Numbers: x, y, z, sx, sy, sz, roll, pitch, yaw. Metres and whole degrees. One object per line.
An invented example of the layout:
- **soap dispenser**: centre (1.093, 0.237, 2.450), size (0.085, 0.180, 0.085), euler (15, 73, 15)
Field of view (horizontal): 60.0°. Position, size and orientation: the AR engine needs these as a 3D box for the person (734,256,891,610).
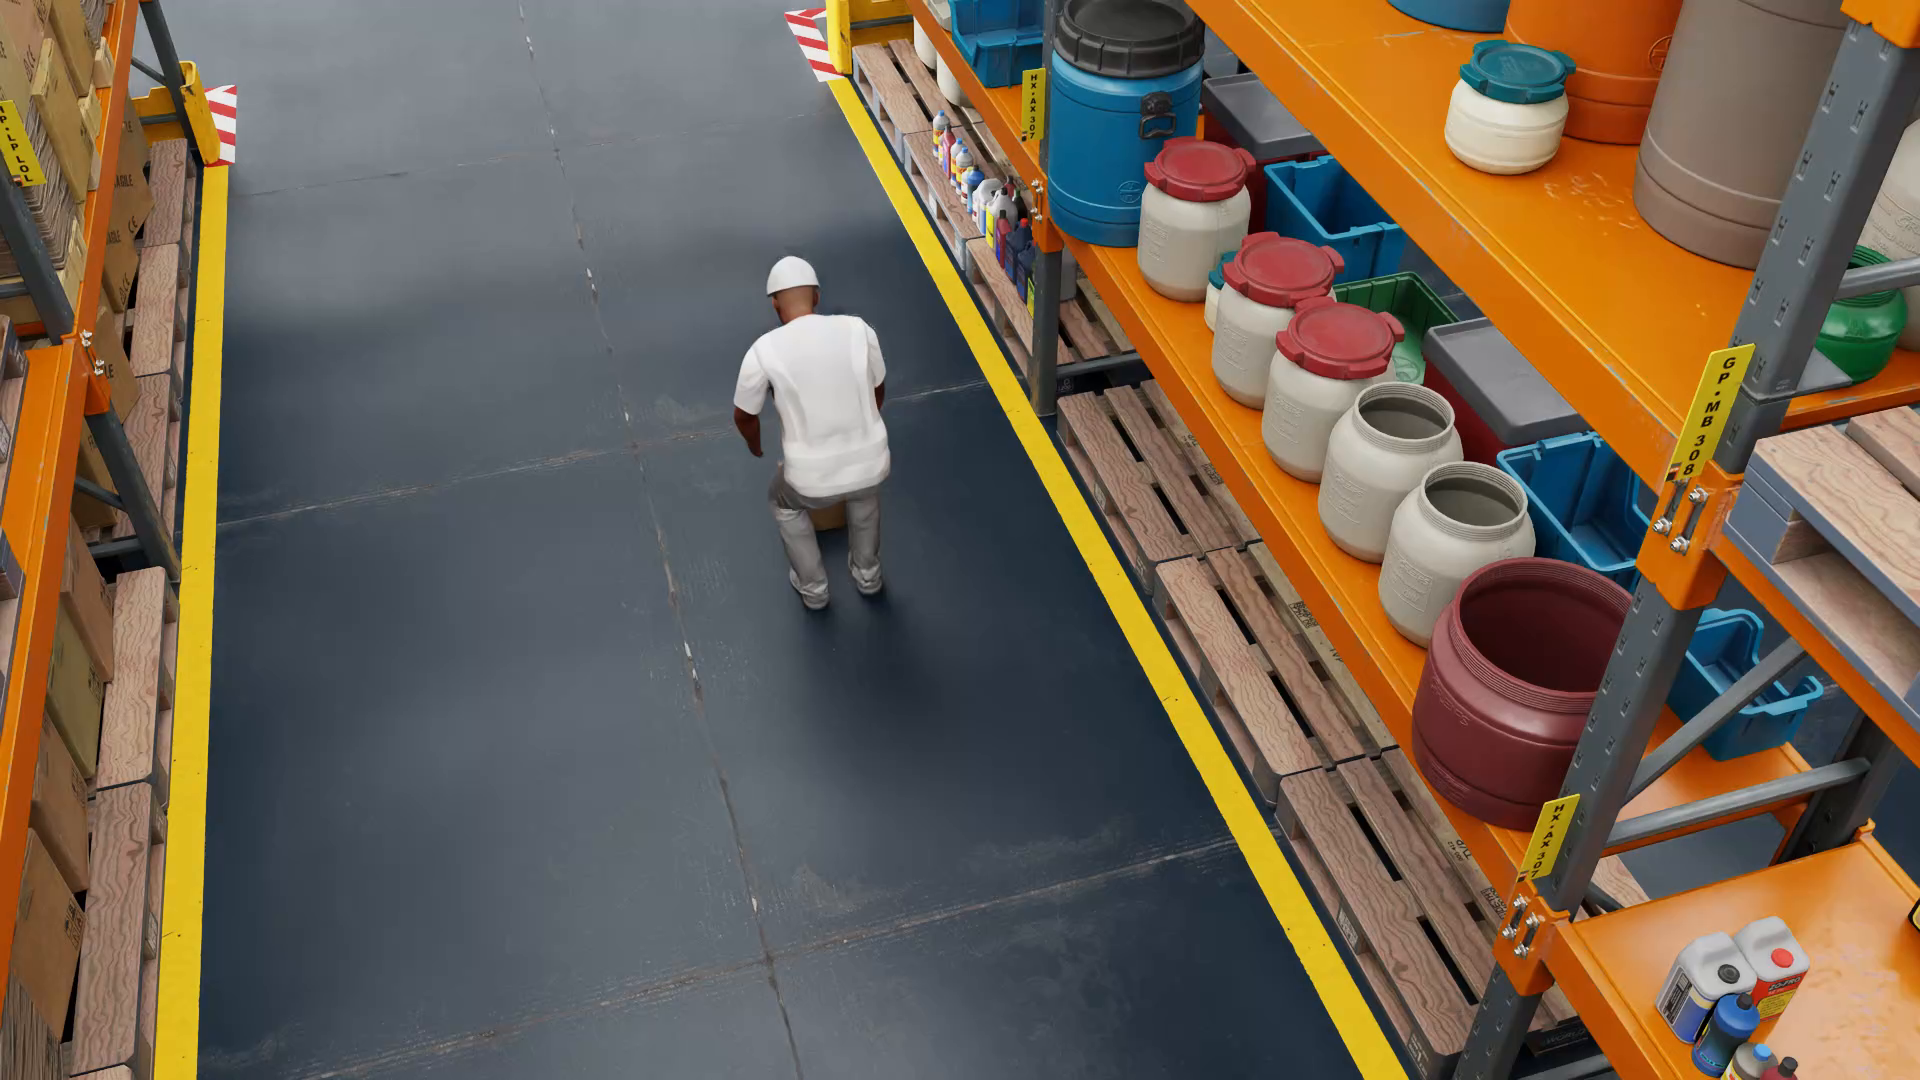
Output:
- **person**: centre (-0.583, -0.389, 6.781), size (0.628, 1.490, 0.708), euler (-12, 43, -13)
